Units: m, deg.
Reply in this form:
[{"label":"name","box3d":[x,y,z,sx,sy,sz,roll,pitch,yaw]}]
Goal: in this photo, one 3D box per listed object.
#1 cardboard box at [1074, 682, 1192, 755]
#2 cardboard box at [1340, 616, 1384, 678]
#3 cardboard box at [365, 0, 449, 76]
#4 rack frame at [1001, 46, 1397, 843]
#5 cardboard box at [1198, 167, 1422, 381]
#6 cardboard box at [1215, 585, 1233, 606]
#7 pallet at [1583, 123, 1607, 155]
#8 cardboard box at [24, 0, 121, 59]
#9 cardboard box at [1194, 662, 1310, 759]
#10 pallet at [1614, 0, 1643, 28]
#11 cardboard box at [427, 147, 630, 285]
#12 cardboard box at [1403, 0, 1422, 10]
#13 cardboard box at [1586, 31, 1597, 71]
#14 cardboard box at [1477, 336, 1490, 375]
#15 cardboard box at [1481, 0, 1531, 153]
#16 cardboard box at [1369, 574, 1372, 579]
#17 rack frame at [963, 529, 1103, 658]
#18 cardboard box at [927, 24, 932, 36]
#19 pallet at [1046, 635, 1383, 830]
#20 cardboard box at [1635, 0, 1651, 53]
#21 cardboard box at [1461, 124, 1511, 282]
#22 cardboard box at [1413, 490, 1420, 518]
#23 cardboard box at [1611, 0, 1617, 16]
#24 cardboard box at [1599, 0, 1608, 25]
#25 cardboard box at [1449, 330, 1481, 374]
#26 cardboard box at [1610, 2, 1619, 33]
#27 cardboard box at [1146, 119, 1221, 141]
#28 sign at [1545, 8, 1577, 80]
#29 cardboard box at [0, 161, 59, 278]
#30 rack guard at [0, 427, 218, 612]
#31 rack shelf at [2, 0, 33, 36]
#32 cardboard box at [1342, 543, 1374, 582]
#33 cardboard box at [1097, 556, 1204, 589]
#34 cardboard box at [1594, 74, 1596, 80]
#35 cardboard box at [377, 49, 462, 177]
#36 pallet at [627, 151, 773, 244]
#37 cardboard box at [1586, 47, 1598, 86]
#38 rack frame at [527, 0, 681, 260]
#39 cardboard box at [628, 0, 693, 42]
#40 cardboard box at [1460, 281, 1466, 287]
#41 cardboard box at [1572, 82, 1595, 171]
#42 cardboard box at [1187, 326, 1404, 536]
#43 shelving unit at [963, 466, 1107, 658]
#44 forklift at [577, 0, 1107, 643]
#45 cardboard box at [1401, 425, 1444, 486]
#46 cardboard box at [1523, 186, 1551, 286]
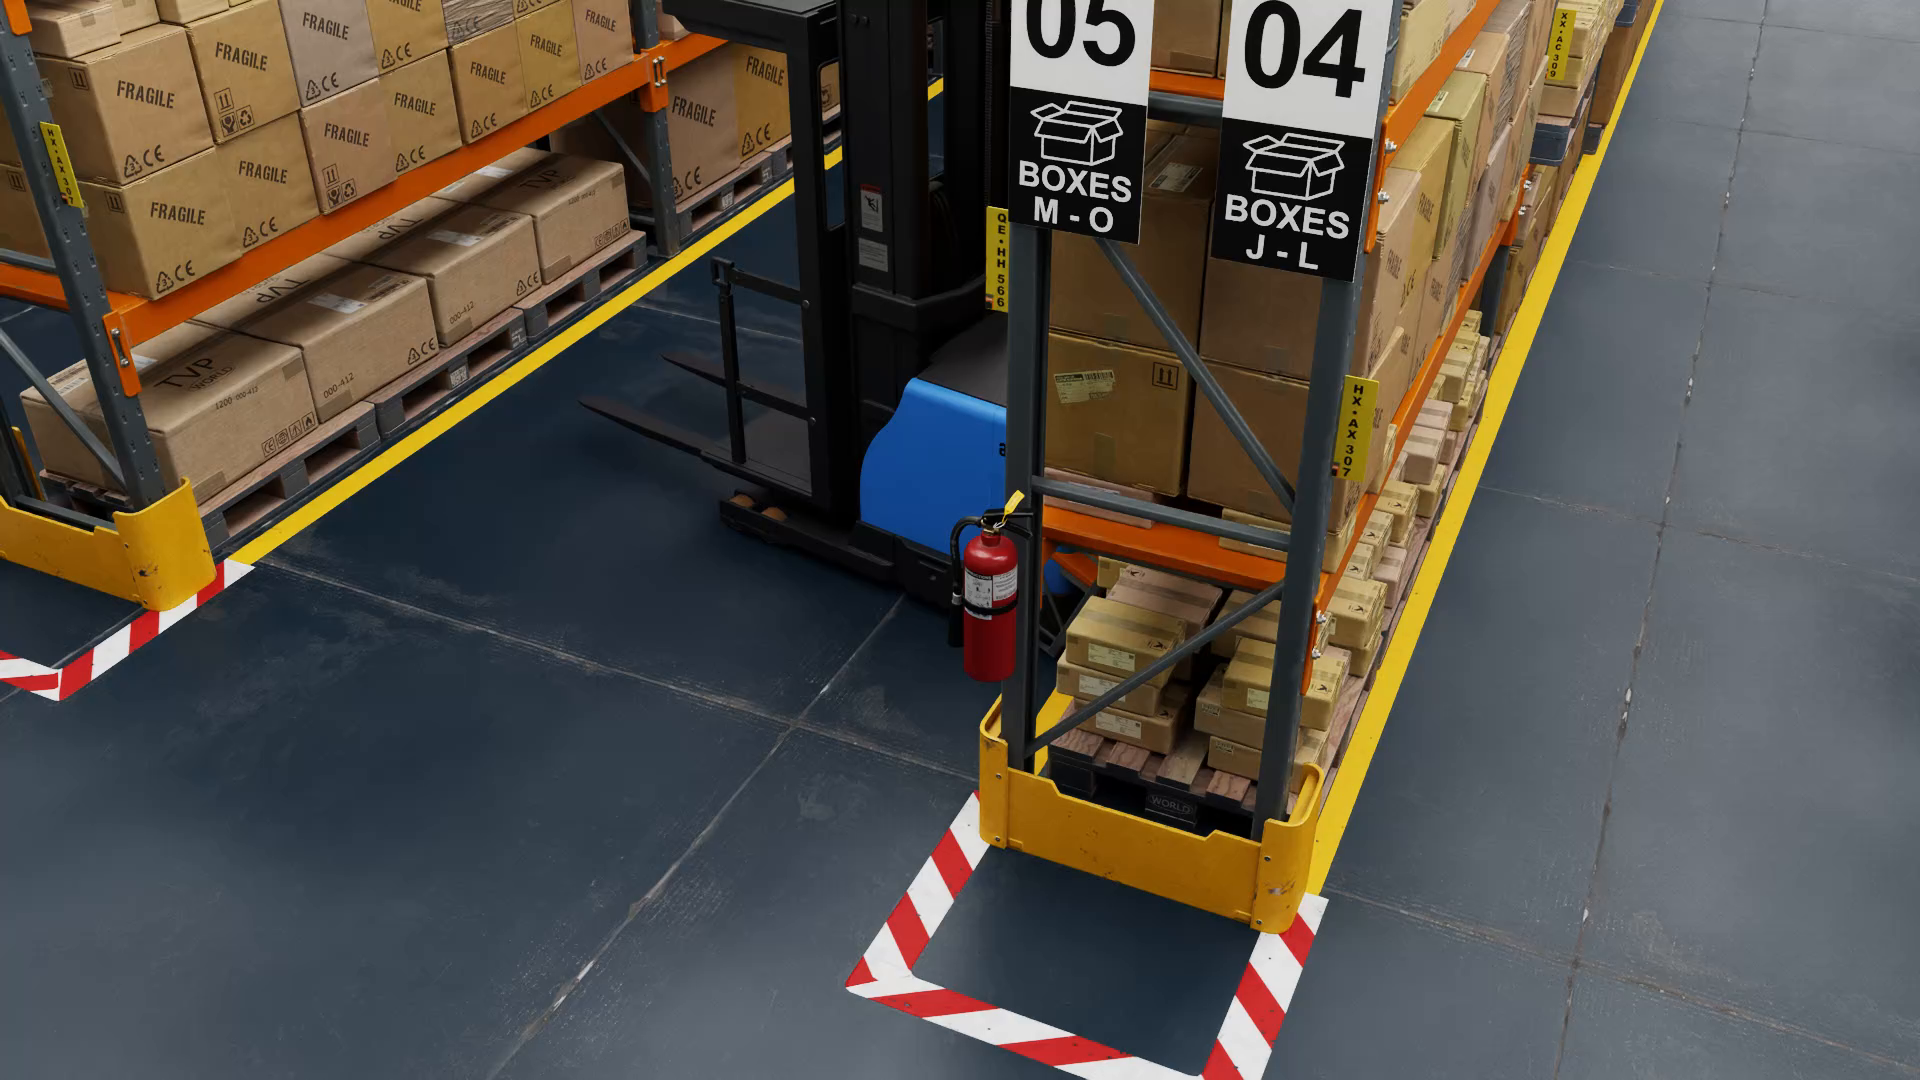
[{"label":"cardboard box","box3d":[0.651,0.632,6.267,0.380,0.149,0.250,15,36,21]},{"label":"cardboard box","box3d":[1.469,0.378,6.655,0.380,0.149,0.250,15,36,21]},{"label":"cardboard box","box3d":[-2.833,-2.559,7.914,0.500,0.500,0.500,14,36,21]},{"label":"rack frame","box3d":[0.620,-0.074,5.128,1.000,3.000,0.127,14,36,20]},{"label":"cardboard box","box3d":[1.049,-0.821,4.993,0.500,0.500,0.500,14,36,20]},{"label":"cardboard box","box3d":[1.003,0.120,6.777,0.380,0.149,0.250,14,36,20]},{"label":"pallet","box3d":[4.365,-3.268,12.541,1.003,0.211,1.213,14,36,20]},{"label":"cardboard box","box3d":[-3.519,-2.004,6.476,0.380,0.149,0.250,15,36,21]},{"label":"cardboard box","box3d":[1.072,0.616,6.021,0.380,0.149,0.250,16,36,22]},{"label":"pallet","box3d":[3.765,-3.599,10.678,1.213,0.211,1.003,14,36,20]},{"label":"cardboard box","box3d":[-2.605,-1.968,9.969,0.875,0.438,0.875,14,36,20]},{"label":"cardboard box","box3d":[1.044,-1.639,4.460,0.500,0.250,0.500,15,36,21]},{"label":"cardboard box","box3d":[2.982,-2.482,8.374,0.380,0.149,0.250,13,36,20]},{"label":"cardboard box","box3d":[2.450,-0.945,8.401,0.380,0.149,0.250,15,36,21]},{"label":"cardboard box","box3d":[1.904,-1.844,6.553,0.500,0.500,0.500,15,36,22]},{"label":"cardboard box","box3d":[1.491,0.093,6.818,0.380,0.149,0.250,12,35,18]},{"label":"rack frame","box3d":[0.406,-0.018,6.611,0.500,1.125,0.032,38,44,9]},{"label":"cardboard box","box3d":[-0.326,-4.500,13.890,0.950,0.372,0.625,12,35,17]},{"label":"pallet","box3d":[1.024,0.657,6.555,1.003,0.211,1.213,14,36,20]},{"label":"cardboard box","box3d":[5.055,-4.476,13.510,1.050,0.750,0.750,14,36,20]},{"label":"cardboard box","box3d":[1.920,-1.421,6.820,0.500,0.500,0.500,14,36,20]},{"label":"cardboard box","box3d":[1.835,-0.147,7.455,0.380,0.149,0.250,15,36,21]},{"label":"cardboard box","box3d":[3.420,-3.007,9.175,0.380,0.149,0.250,14,36,20]},{"label":"cardboard box","box3d":[3.097,-2.744,8.503,0.380,0.149,0.250,14,36,21]},{"label":"cardboard box","box3d":[2.310,-0.926,8.100,0.380,0.149,0.250,15,36,21]},{"label":"cardboard box","box3d":[3.525,-3.004,9.442,0.380,0.149,0.250,13,35,18]},{"label":"cardboard box","box3d":[0.797,-1.196,5.564,0.500,0.500,0.500,13,35,19]},{"label":"sign","box3d":[2.789,-2.308,7.745,0.100,0.325,0.005,14,36,20]},{"label":"cardboard box","box3d":[-3.957,-1.502,7.215,0.500,0.500,0.500,14,36,21]},{"label":"rack guard","box3d":[-3.929,-0.102,7.450,1.175,0.500,0.348,14,36,20]},{"label":"rack shelf","box3d":[-3.082,-3.109,7.677,1.077,0.370,4.000,14,36,20]},{"label":"cardboard box","box3d":[1.404,0.107,6.526,0.380,0.149,0.250,12,35,18]},{"label":"cardboard box","box3d":[0.761,0.101,6.534,0.380,0.149,0.250,13,36,19]},{"label":"cardboard box","box3d":[3.919,-3.102,10.958,0.500,0.250,0.500,13,36,19]},{"label":"cardboard box","box3d":[-2.847,-2.135,8.180,0.500,0.500,0.500,15,36,22]},{"label":"pallet","box3d":[-1.991,-2.387,11.198,1.003,0.211,1.213,14,36,20]},{"label":"cardboard box","box3d":[3.095,-2.491,8.659,0.380,0.149,0.250,14,36,21]},{"label":"rack frame","box3d":[-2.245,-3.152,9.821,1.000,3.000,0.127,14,36,20]},{"label":"cardboard box","box3d":[-1.821,-3.248,10.104,0.500,0.250,0.500,13,36,19]},{"label":"cardboard box","box3d":[1.995,-1.228,7.116,0.380,0.149,0.250,13,35,18]},{"label":"cardboard box","box3d":[3.929,-2.801,11.183,0.500,0.500,0.500,14,36,20]},{"label":"cardboard box","box3d":[1.058,-0.401,5.263,0.500,0.500,0.500,16,36,23]},{"label":"shelving unit","box3d":[0.669,-0.265,6.970,0.538,1.125,1.048,38,44,9]},{"label":"forklift","box3d":[-0.513,-1.424,7.248,3.031,2.935,1.130,21,39,29]},{"label":"cardboard box","box3d":[1.902,-0.395,7.292,0.380,0.149,0.250,13,35,19]},{"label":"cardboard box","box3d":[3.063,-1.768,9.607,0.500,0.500,0.500,16,36,23]}]
